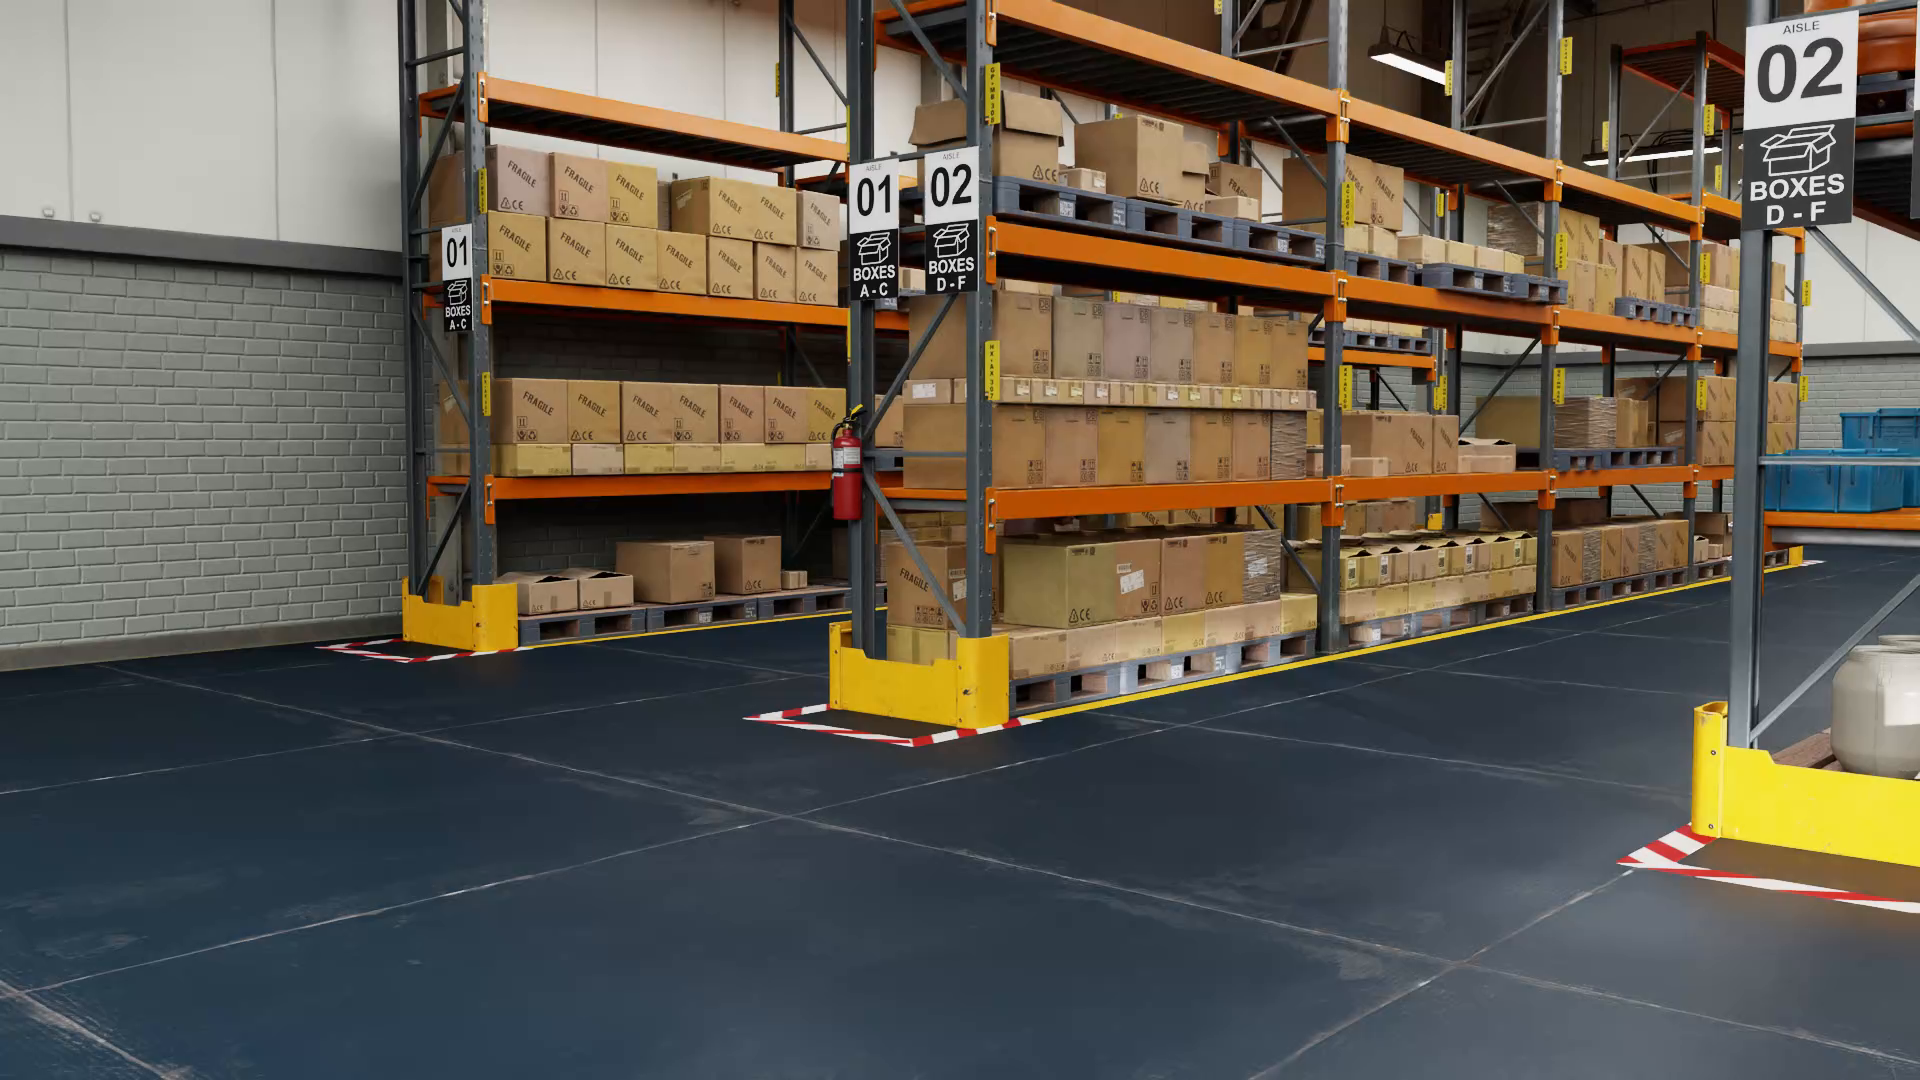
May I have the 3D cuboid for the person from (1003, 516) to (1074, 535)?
[{"bbox_3d":[0.592,-0.071,12.924,0.527,1.769,0.562,3,5,42],"label":"person"}]
